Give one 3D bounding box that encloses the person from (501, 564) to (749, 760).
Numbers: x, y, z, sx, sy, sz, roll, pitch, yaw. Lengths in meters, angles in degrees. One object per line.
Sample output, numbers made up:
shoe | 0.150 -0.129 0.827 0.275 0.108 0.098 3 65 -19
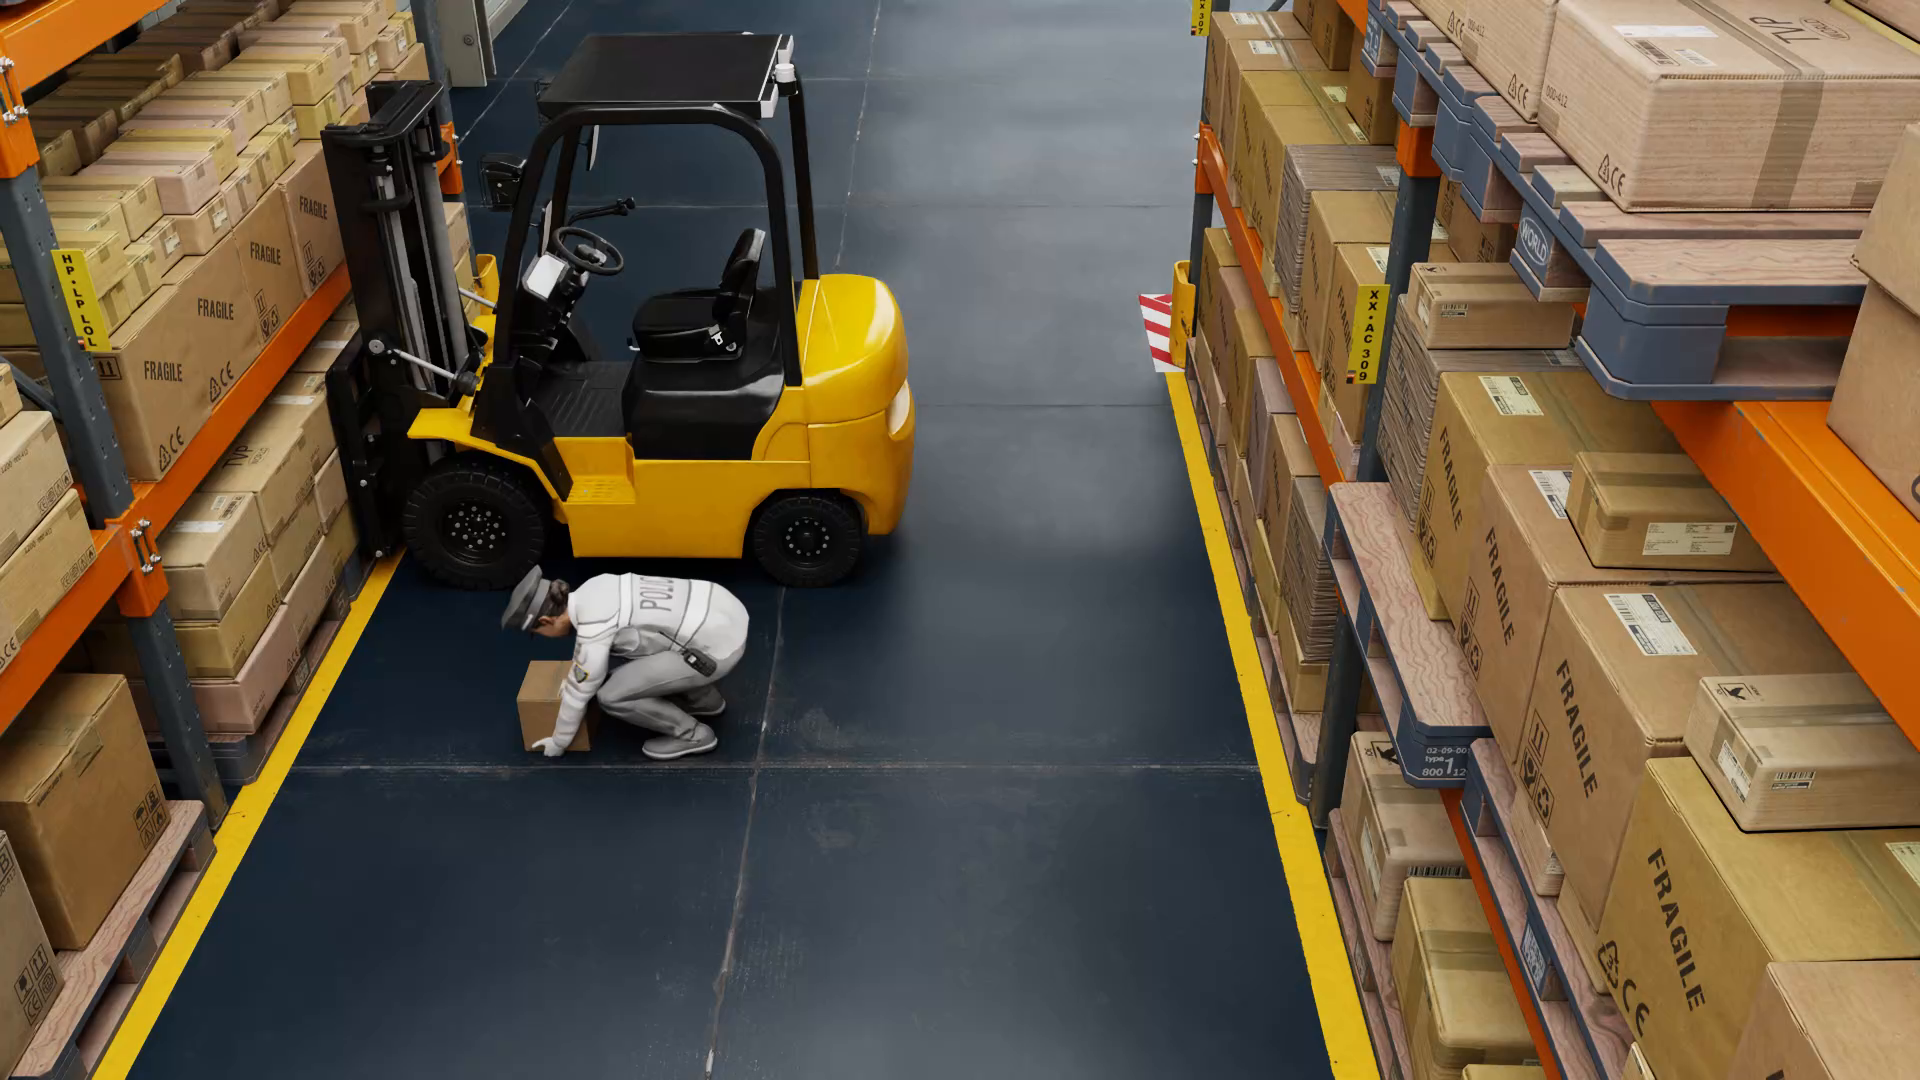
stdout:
person | -1.250 0.442 6.312 0.902 0.808 0.462 -1 32 -1
